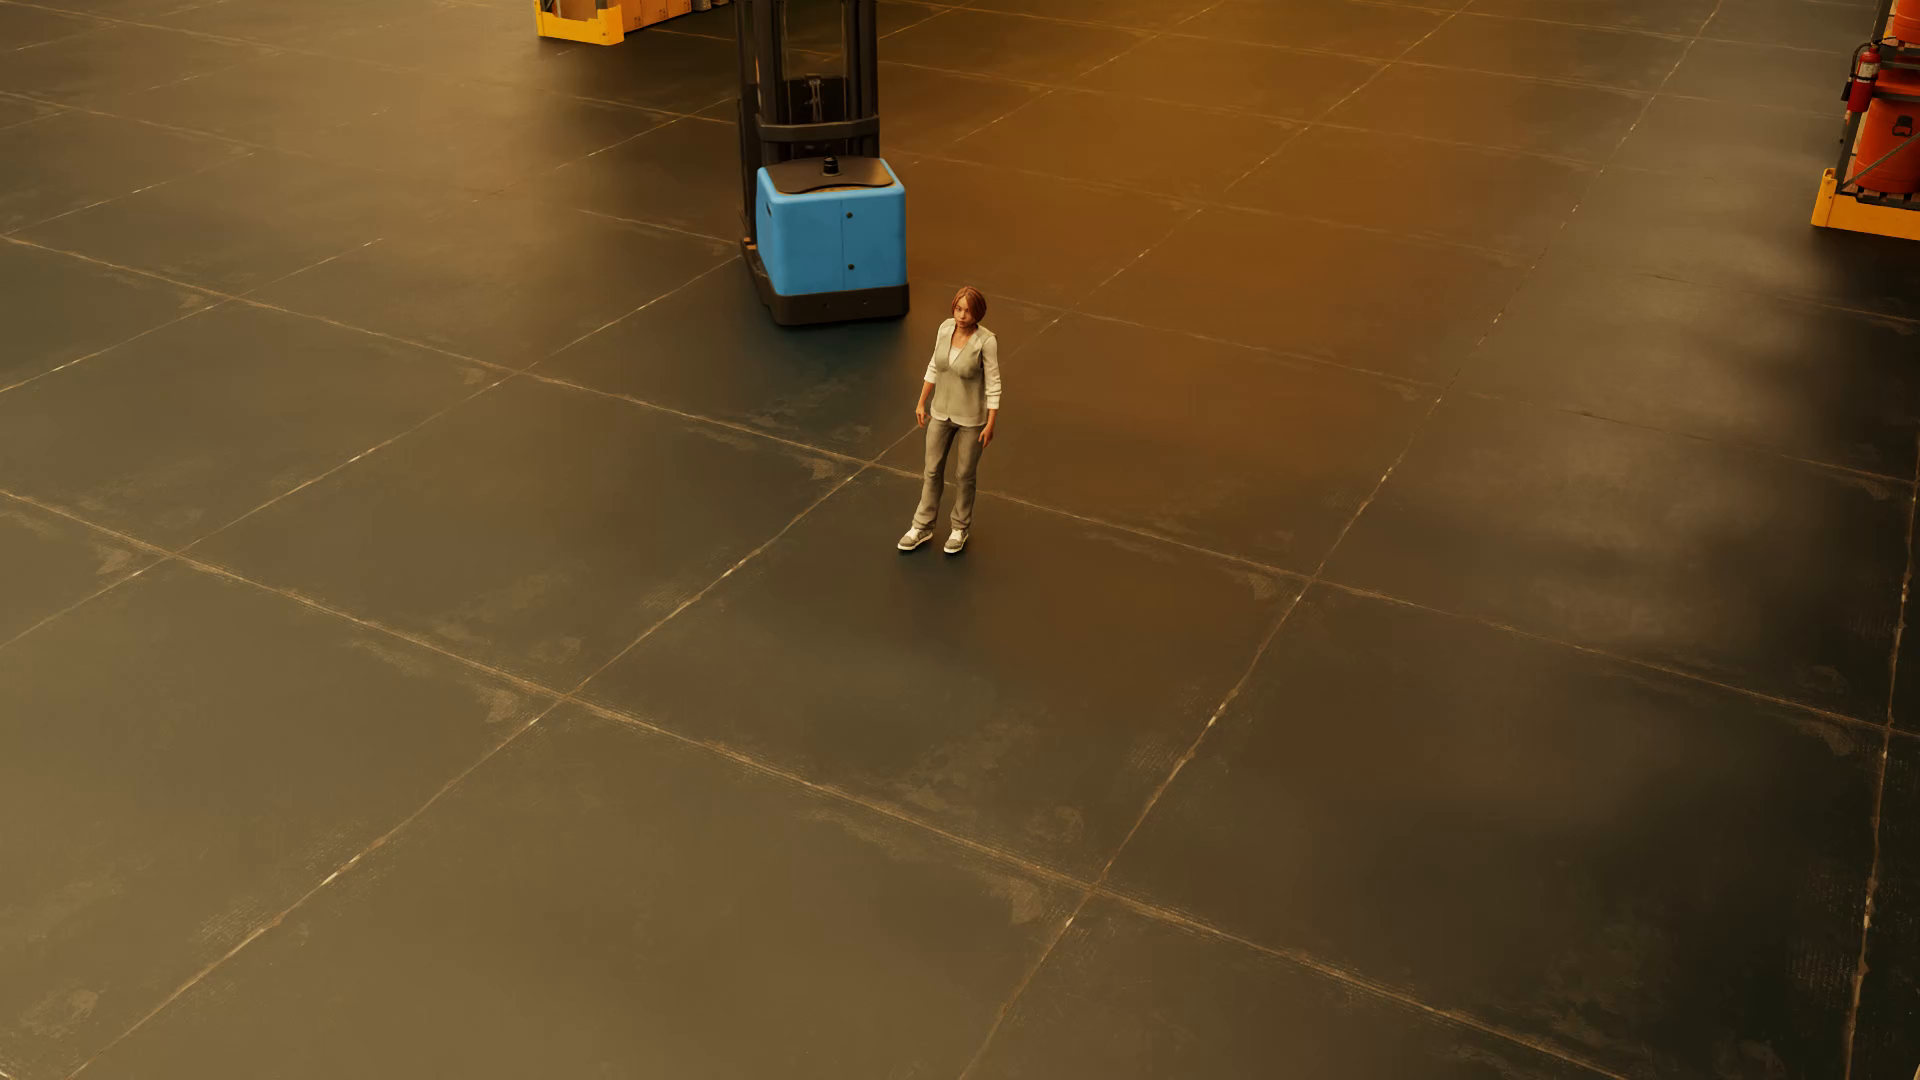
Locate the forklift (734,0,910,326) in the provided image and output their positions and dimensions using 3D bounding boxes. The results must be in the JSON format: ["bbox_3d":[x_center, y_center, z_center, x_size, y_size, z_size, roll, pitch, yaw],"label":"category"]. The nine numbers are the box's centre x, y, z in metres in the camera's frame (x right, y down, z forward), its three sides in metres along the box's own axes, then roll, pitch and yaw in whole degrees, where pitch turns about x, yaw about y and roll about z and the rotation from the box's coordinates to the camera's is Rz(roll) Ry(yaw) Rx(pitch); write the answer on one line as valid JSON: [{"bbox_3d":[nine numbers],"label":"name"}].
[{"bbox_3d":[-1.251,-3.629,13.358,1.130,2.935,3.031,-7,31,-12],"label":"forklift"}]

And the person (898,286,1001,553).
[{"bbox_3d":[-0.049,-0.669,9.549,0.520,1.599,0.473,15,33,25],"label":"person"}]
